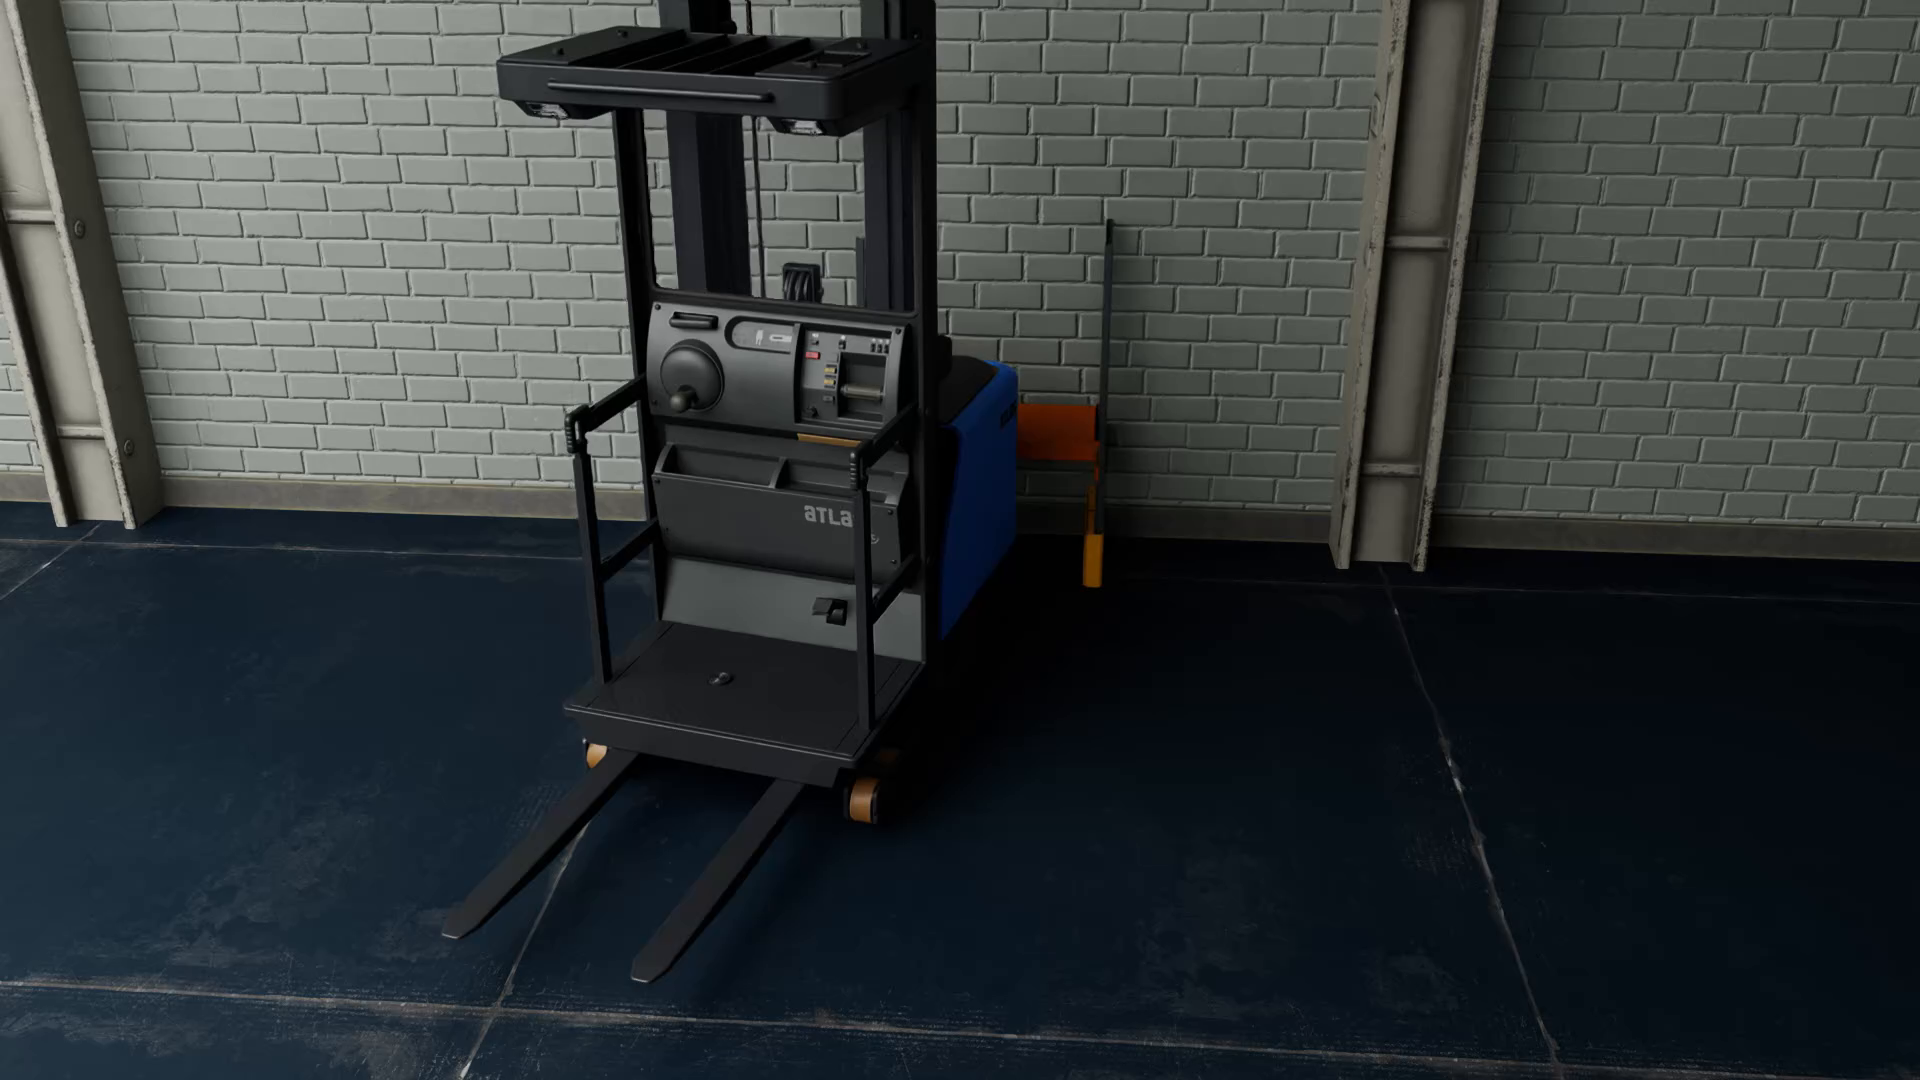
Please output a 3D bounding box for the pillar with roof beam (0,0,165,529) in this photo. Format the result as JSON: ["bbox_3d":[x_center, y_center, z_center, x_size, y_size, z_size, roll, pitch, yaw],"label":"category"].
[{"bbox_3d":[-4.411,-2.416,2.235,0.400,9.000,9.100,2,25,4],"label":"pillar with roof beam"}]

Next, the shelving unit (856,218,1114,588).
[{"bbox_3d":[0.108,-0.616,7.267,1.083,1.500,0.587,2,23,5],"label":"shelving unit"}]

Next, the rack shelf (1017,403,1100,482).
[{"bbox_3d":[0.116,-0.450,7.338,1.000,0.185,0.538,2,23,5],"label":"rack shelf"}]

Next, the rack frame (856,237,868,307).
[{"bbox_3d":[-0.390,-0.634,7.307,0.032,1.500,0.500,2,23,5],"label":"rack frame"}]

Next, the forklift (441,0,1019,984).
[{"bbox_3d":[-0.695,-0.556,5.451,1.130,2.935,3.031,8,26,17],"label":"forklift"}]

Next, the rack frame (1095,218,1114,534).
[{"bbox_3d":[0.623,-0.597,7.226,0.032,1.500,0.500,2,23,5],"label":"rack frame"}]

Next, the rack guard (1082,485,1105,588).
[{"bbox_3d":[0.602,-0.024,7.475,0.087,0.250,0.587,2,23,5],"label":"rack guard"}]

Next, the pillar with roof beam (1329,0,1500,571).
[{"bbox_3d":[1.571,-2.224,1.818,0.400,9.000,9.100,2,25,4],"label":"pillar with roof beam"}]
